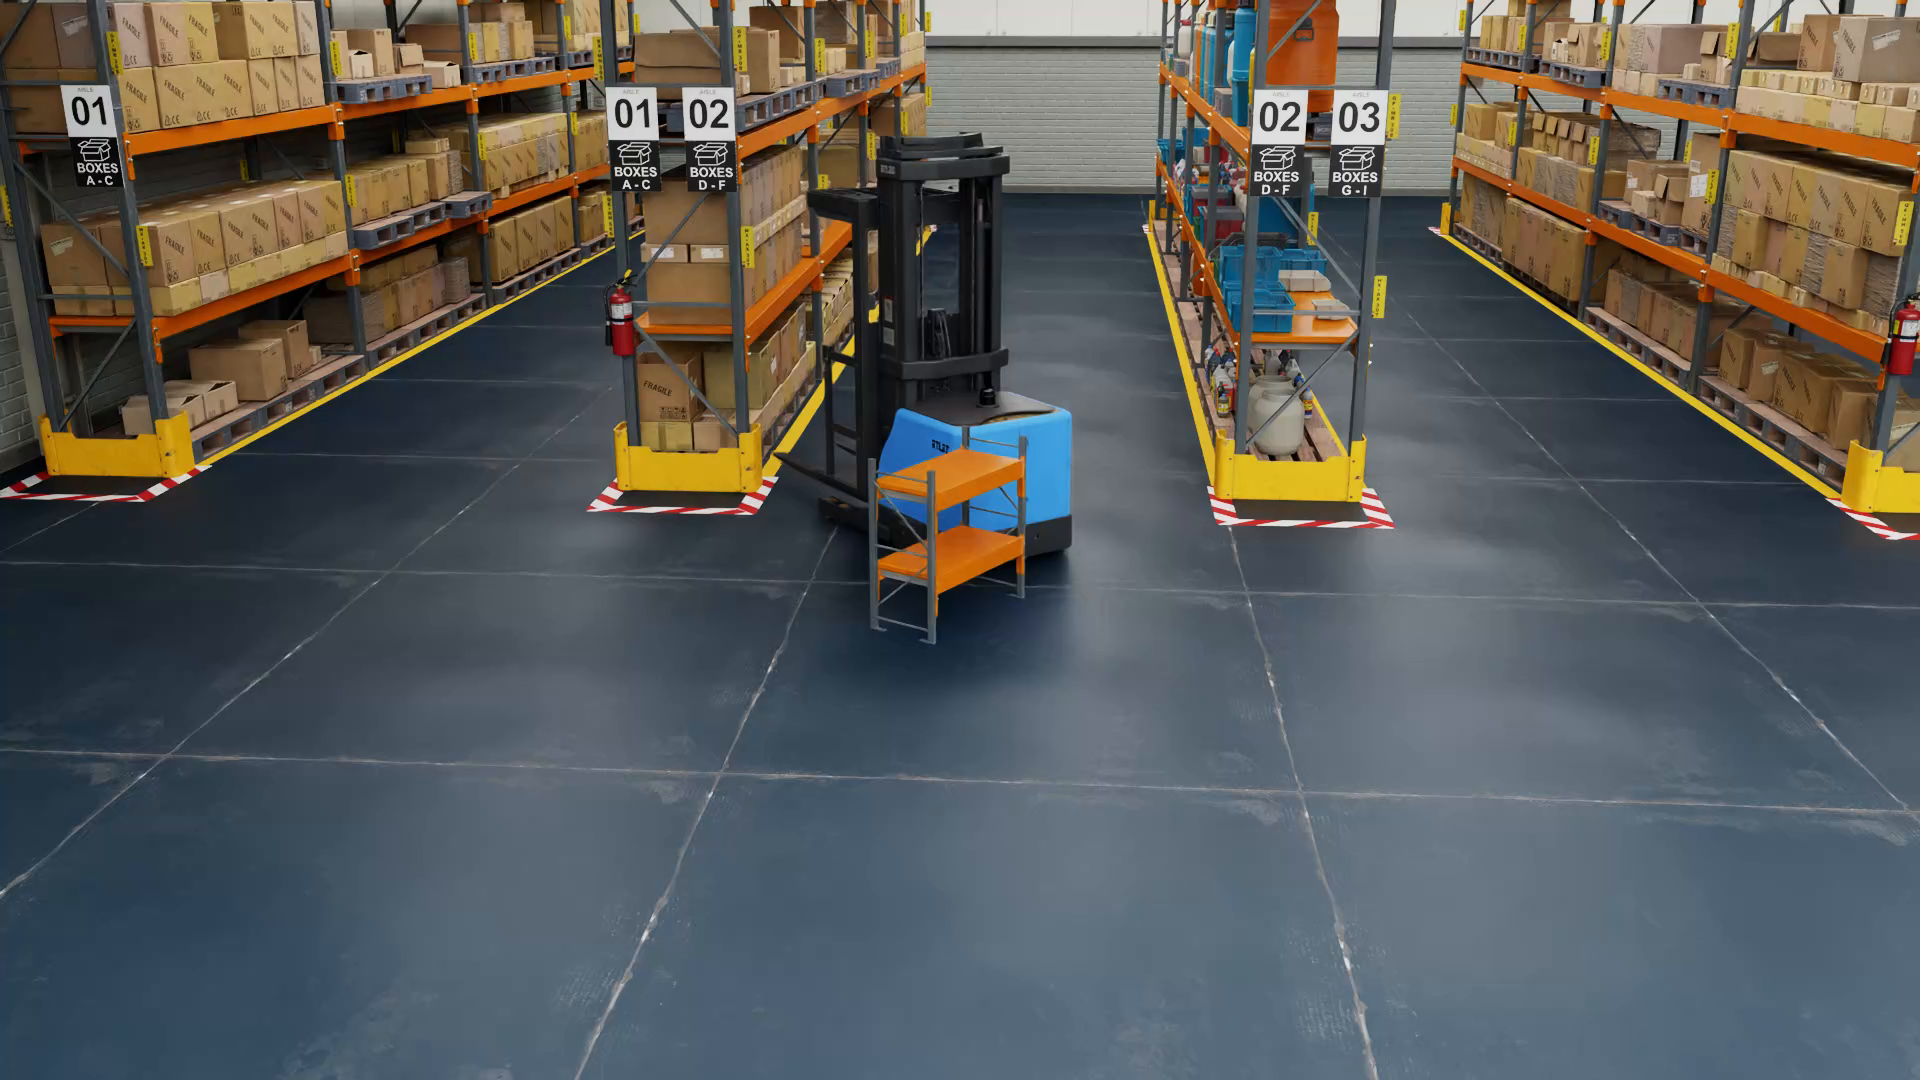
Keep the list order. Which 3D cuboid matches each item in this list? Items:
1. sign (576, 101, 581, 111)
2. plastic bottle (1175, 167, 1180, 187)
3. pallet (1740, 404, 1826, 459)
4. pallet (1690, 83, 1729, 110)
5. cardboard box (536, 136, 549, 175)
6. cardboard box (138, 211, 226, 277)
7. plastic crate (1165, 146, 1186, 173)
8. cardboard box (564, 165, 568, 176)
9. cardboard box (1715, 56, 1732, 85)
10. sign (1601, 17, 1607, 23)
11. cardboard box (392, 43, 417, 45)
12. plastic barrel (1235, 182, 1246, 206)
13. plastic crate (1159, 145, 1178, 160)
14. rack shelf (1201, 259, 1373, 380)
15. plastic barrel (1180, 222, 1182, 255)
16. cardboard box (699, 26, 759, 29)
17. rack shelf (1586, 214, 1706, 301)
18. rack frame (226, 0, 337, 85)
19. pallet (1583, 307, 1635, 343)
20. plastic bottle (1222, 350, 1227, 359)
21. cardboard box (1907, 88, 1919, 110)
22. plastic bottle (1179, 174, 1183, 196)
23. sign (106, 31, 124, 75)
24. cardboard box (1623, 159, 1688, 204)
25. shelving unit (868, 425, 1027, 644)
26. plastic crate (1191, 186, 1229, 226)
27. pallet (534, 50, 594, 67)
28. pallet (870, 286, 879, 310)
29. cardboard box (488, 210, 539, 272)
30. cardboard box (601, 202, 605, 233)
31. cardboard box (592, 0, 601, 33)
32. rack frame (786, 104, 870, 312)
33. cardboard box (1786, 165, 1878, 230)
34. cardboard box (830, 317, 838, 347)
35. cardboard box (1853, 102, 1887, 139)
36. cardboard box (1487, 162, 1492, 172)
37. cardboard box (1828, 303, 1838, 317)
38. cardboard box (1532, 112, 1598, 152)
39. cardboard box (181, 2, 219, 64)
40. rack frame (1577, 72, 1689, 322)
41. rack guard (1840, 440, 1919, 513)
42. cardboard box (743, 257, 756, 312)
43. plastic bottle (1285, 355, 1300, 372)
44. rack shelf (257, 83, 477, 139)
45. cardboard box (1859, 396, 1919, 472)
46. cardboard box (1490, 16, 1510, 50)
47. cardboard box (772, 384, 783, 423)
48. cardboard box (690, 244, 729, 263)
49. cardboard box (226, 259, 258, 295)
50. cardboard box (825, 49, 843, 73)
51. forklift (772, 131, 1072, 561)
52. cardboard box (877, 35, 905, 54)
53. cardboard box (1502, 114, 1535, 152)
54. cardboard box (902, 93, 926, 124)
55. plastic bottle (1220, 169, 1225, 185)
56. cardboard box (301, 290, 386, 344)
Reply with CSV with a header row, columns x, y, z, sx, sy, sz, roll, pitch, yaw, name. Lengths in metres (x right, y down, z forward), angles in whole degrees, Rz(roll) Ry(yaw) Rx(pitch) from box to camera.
x,y,z,sx,sy,sz,roll,pitch,yaw,name
-6.582,-7.426,28.750,0.100,0.325,0.005,1,18,4,sign
3.051,-5.063,23.246,0.061,0.283,0.133,1,18,4,plastic bottle
7.835,-0.989,15.103,1.003,0.211,1.213,1,18,4,pallet
8.084,-4.429,16.608,1.213,0.211,1.003,1,18,4,pallet
-6.168,-5.455,23.583,0.500,0.500,0.500,1,18,4,cardboard box
-6.796,-2.583,14.492,0.500,0.500,0.500,1,18,4,cardboard box
3.260,-5.673,24.847,0.392,0.384,0.575,1,18,4,plastic crate
-6.057,-5.499,24.759,0.380,0.149,0.250,1,18,4,cardboard box
7.901,-4.759,16.854,0.396,0.266,0.258,2,18,6,cardboard box
9.048,-7.200,23.426,0.100,0.325,0.005,1,18,4,sign
-6.883,-5.742,20.119,0.500,0.500,0.500,1,18,4,cardboard box
3.389,-3.855,19.190,0.421,0.512,0.421,0,18,0,plastic barrel
3.413,-6.212,26.736,0.416,0.233,0.300,1,18,4,plastic crate
2.849,-2.051,15.021,1.077,0.370,4.000,1,18,4,rack shelf
3.510,-4.533,24.135,0.600,0.901,0.708,1,18,4,plastic barrel
-2.247,-4.715,16.117,0.500,0.500,0.500,3,18,8,cardboard box
8.076,-3.183,18.475,1.077,0.370,4.000,1,18,4,rack shelf
-6.889,-6.086,16.546,1.000,3.000,0.127,1,18,4,rack frame
8.162,-2.578,19.953,1.003,0.211,1.213,1,18,4,pallet
2.643,-1.740,16.572,0.061,0.283,0.133,1,18,4,plastic bottle
7.355,-3.298,12.455,0.380,0.149,0.250,1,18,4,cardboard box
2.988,-4.790,22.412,0.061,0.283,0.133,1,18,4,plastic bottle
-6.634,-3.822,13.049,0.100,0.325,0.005,1,18,4,sign
8.221,-4.225,19.664,0.500,0.500,0.500,-1,18,-3,cardboard box
-0.069,-0.058,10.792,0.538,1.125,1.048,12,22,33,shelving unit
2.859,-3.792,19.076,0.402,0.464,0.583,1,18,4,plastic crate
-6.246,-7.357,25.384,1.003,0.211,1.213,1,18,4,pallet
-1.570,-3.274,22.077,1.003,0.211,1.213,1,18,4,pallet
-6.349,-4.153,23.059,0.750,0.750,0.750,1,18,4,cardboard box
-6.081,-5.277,27.051,0.700,0.500,0.500,2,18,5,cardboard box
-5.924,-8.206,26.034,0.500,0.500,0.500,1,18,4,cardboard box
-1.661,-4.368,20.937,1.000,3.000,0.127,1,18,4,rack frame
7.552,-2.968,14.418,0.500,0.500,0.500,1,18,4,cardboard box
-1.634,-2.297,18.359,0.500,0.250,0.500,2,18,5,cardboard box
7.460,-3.326,13.180,0.500,0.250,0.500,1,18,4,cardboard box
8.275,-5.691,25.376,0.380,0.149,0.250,2,18,5,cardboard box
7.538,-1.946,13.947,0.380,0.149,0.250,1,18,4,cardboard box
8.469,-5.714,23.273,0.797,0.503,0.637,1,18,2,cardboard box
-6.794,-4.379,14.354,0.500,0.500,0.500,2,18,5,cardboard box
8.220,-4.146,20.259,1.000,3.000,0.127,1,18,4,rack frame
7.652,-0.497,13.138,1.175,0.500,0.348,1,18,4,rack guard
-2.155,-2.239,14.279,0.700,0.500,0.500,2,18,5,cardboard box
3.197,-1.598,16.031,0.144,0.351,0.185,1,18,4,plastic bottle
-6.745,-4.940,19.021,1.077,0.370,4.000,1,18,4,rack shelf
7.708,-0.867,13.591,0.500,0.500,0.500,5,19,14,cardboard box
8.660,-7.854,25.763,0.700,0.500,0.500,0,18,0,cardboard box
-1.905,-1.249,15.159,0.500,0.250,0.500,1,18,4,cardboard box
-1.991,-2.357,13.595,0.380,0.149,0.250,1,18,4,cardboard box
-6.758,-2.396,15.125,0.500,0.250,0.500,1,18,3,cardboard box
-1.657,-5.617,19.496,0.500,0.250,0.500,2,18,5,cardboard box
-0.439,-1.579,12.535,1.130,2.935,3.031,-12,22,-33,forklift
-1.091,-7.348,24.651,0.500,0.250,0.500,1,18,4,cardboard box
8.273,-5.964,24.365,0.500,0.500,0.500,2,18,5,cardboard box
-0.845,-7.231,27.908,0.500,0.500,0.500,1,18,3,cardboard box
3.672,-5.035,23.179,0.097,0.271,0.097,0,18,0,plastic bottle
-6.853,-2.486,18.500,0.700,0.500,0.500,2,18,6,cardboard box
